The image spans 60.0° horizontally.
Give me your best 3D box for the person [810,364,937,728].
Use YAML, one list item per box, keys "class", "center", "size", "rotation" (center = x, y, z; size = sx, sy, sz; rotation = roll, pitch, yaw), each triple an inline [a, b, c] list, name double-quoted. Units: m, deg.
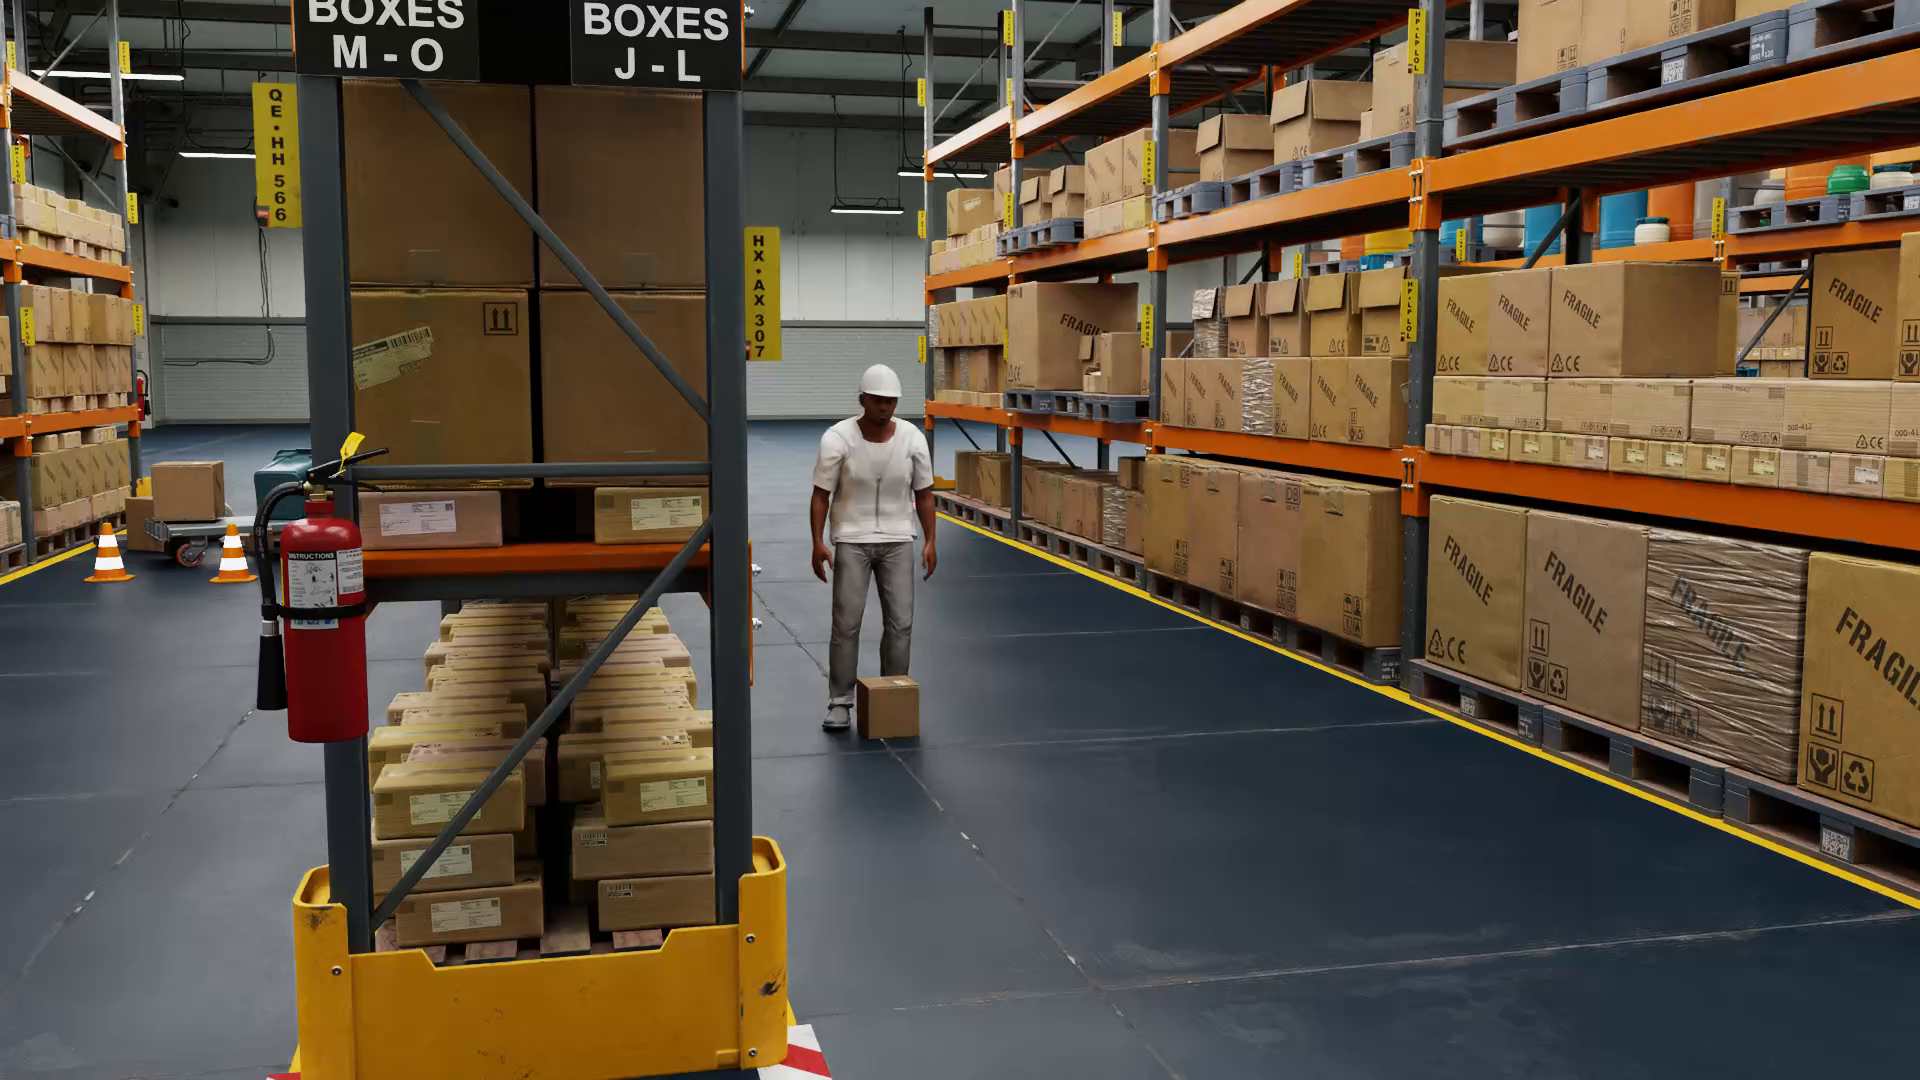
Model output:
- class: "person"
  center: [-0.417, 0.028, 8.106]
  size: [0.627, 1.761, 0.456]
  rotation: [-1, 6, -13]
